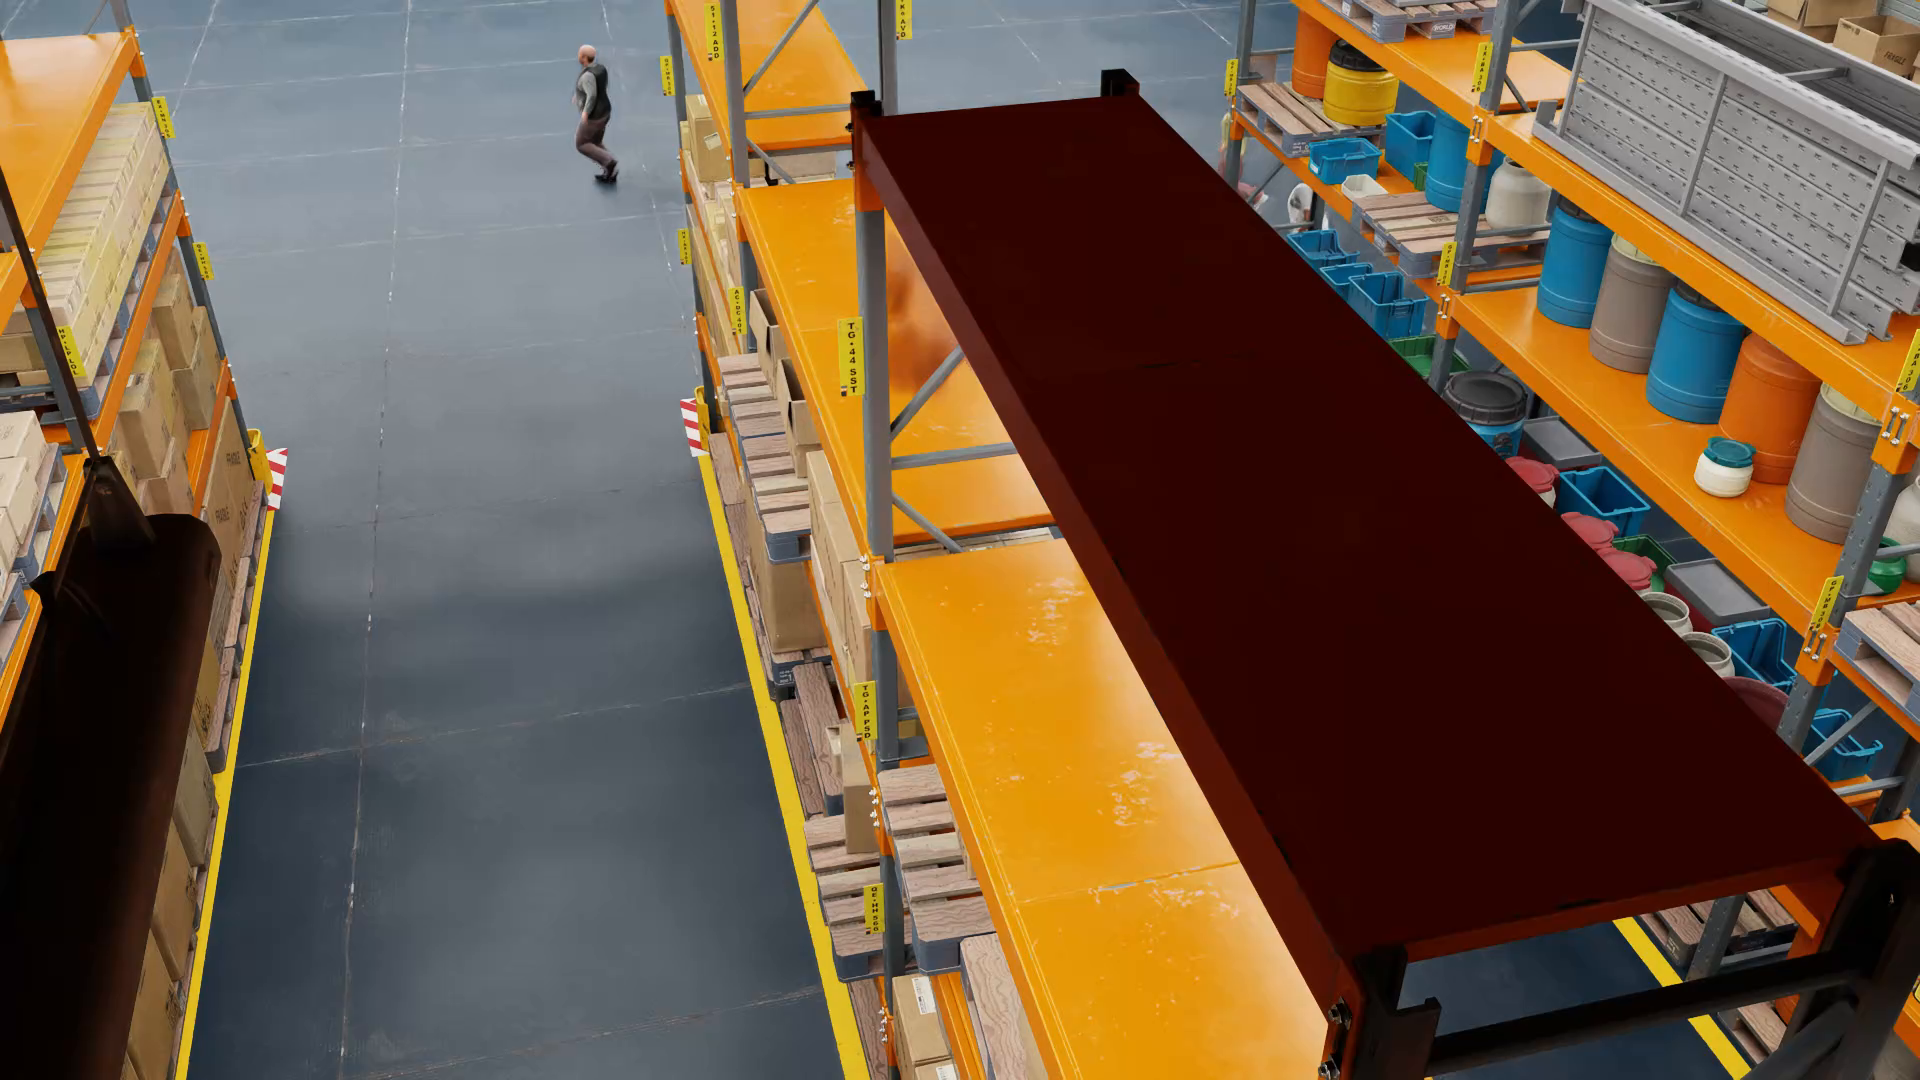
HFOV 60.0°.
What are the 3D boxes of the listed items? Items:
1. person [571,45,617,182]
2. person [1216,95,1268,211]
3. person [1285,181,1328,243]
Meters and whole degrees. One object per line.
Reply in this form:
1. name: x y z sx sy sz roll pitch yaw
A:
1. person: -4.449 -5.141 20.100 0.591 1.675 0.687 8 35 11
2. person: 3.232 -4.413 19.093 0.712 1.668 0.584 12 36 17
3. person: 3.544 -3.145 17.100 0.850 1.804 0.753 26 42 32
